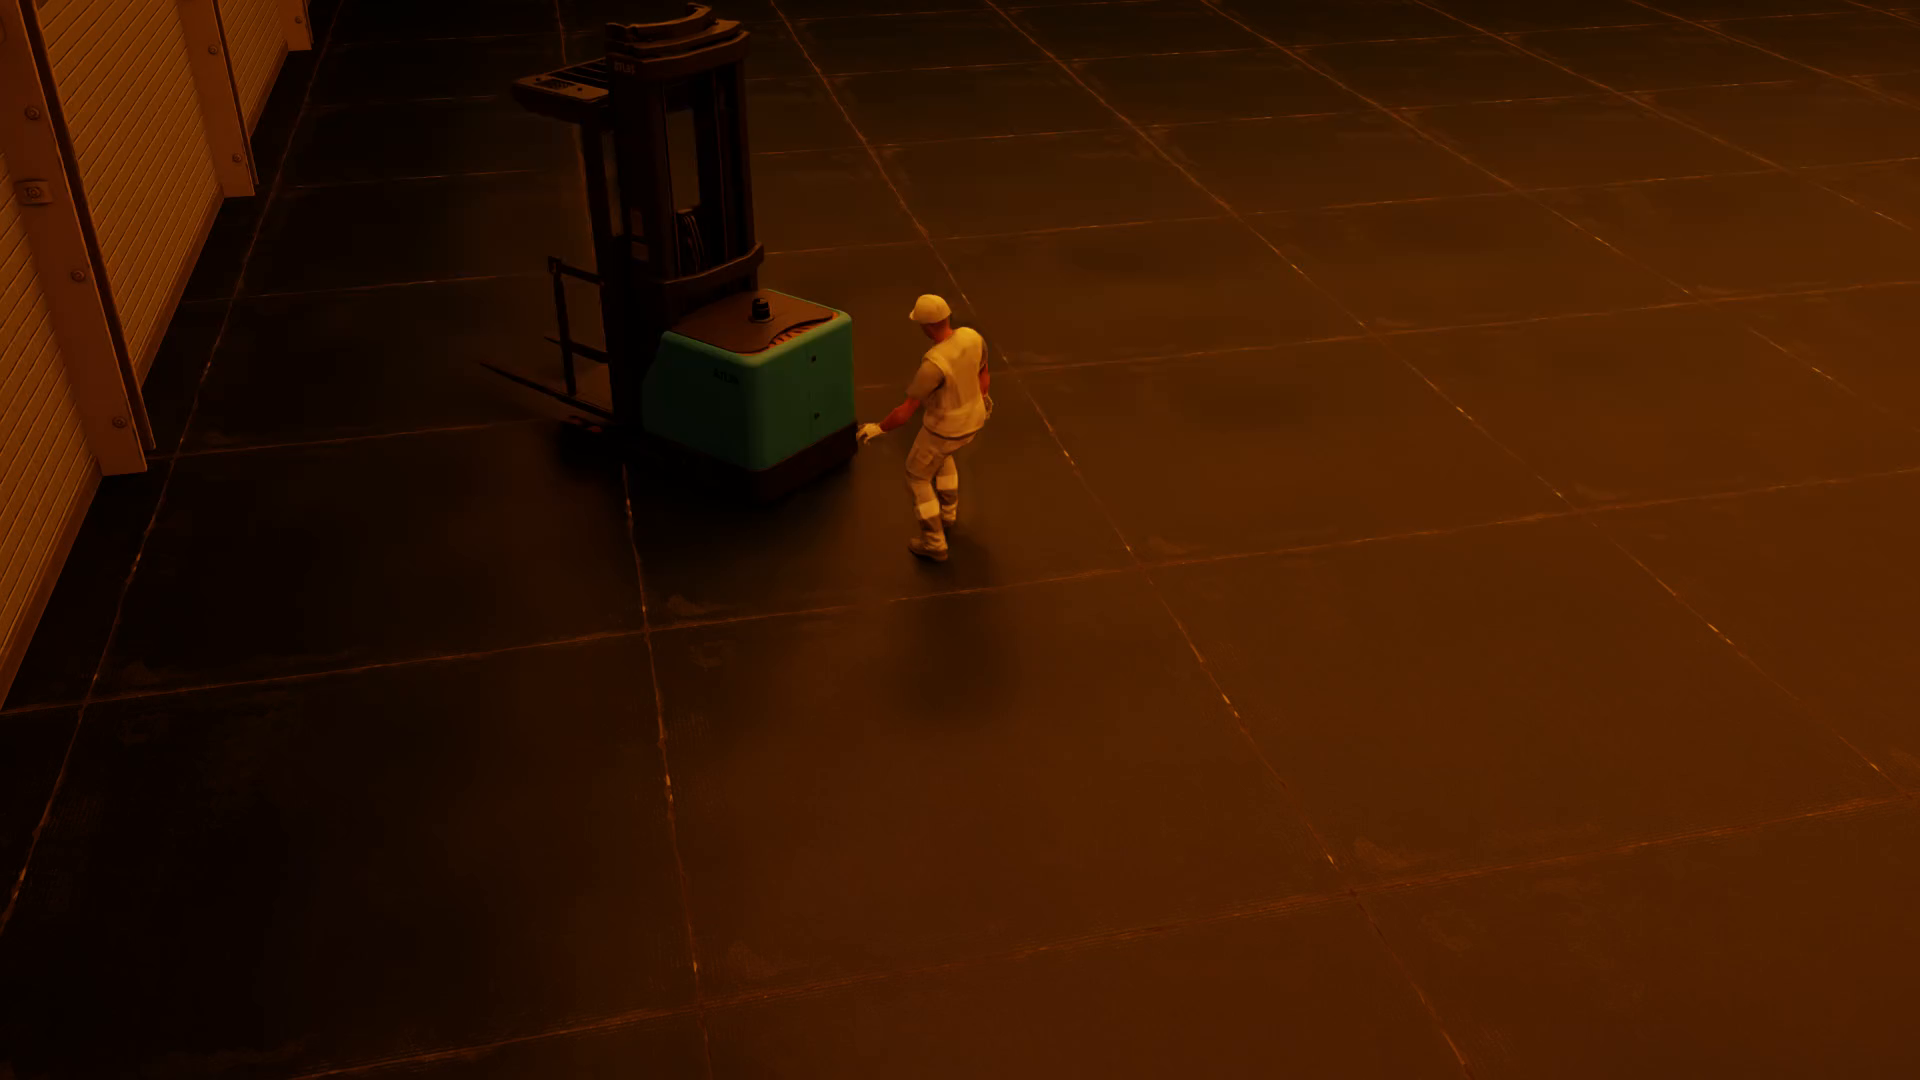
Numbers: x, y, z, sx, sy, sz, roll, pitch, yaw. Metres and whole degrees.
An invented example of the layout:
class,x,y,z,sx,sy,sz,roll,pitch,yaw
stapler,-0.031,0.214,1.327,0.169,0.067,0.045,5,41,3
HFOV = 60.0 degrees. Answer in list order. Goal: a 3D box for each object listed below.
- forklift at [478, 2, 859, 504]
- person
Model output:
class,x,y,z,sx,sy,sz,roll,pitch,yaw
forklift,-2.177,-2.085,11.177,3.031,2.935,1.130,21,36,32
person,-0.170,-0.722,10.139,0.540,1.685,0.941,23,37,34
